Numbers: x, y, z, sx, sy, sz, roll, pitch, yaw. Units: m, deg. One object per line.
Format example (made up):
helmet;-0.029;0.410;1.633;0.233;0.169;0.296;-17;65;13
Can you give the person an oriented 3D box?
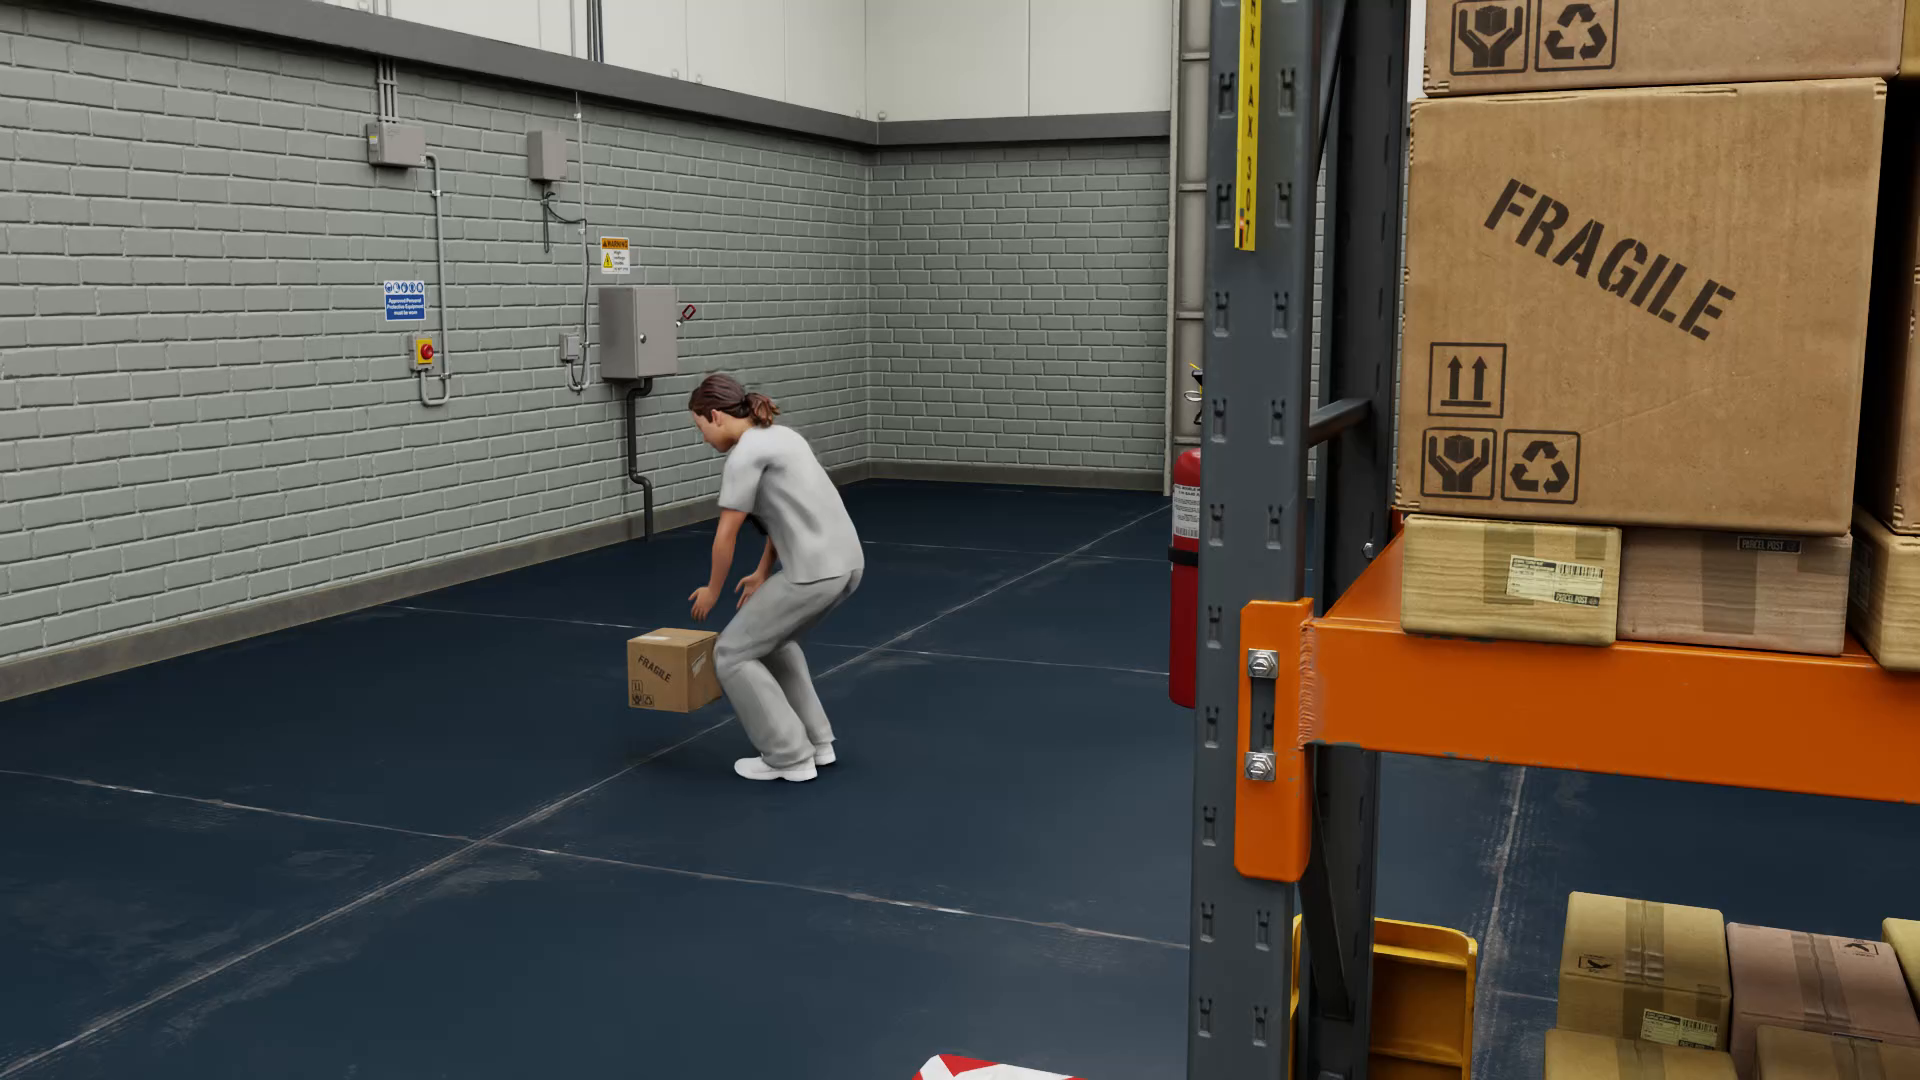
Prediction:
person;-0.662;0.132;5.871;0.615;1.418;0.490;3;9;21
